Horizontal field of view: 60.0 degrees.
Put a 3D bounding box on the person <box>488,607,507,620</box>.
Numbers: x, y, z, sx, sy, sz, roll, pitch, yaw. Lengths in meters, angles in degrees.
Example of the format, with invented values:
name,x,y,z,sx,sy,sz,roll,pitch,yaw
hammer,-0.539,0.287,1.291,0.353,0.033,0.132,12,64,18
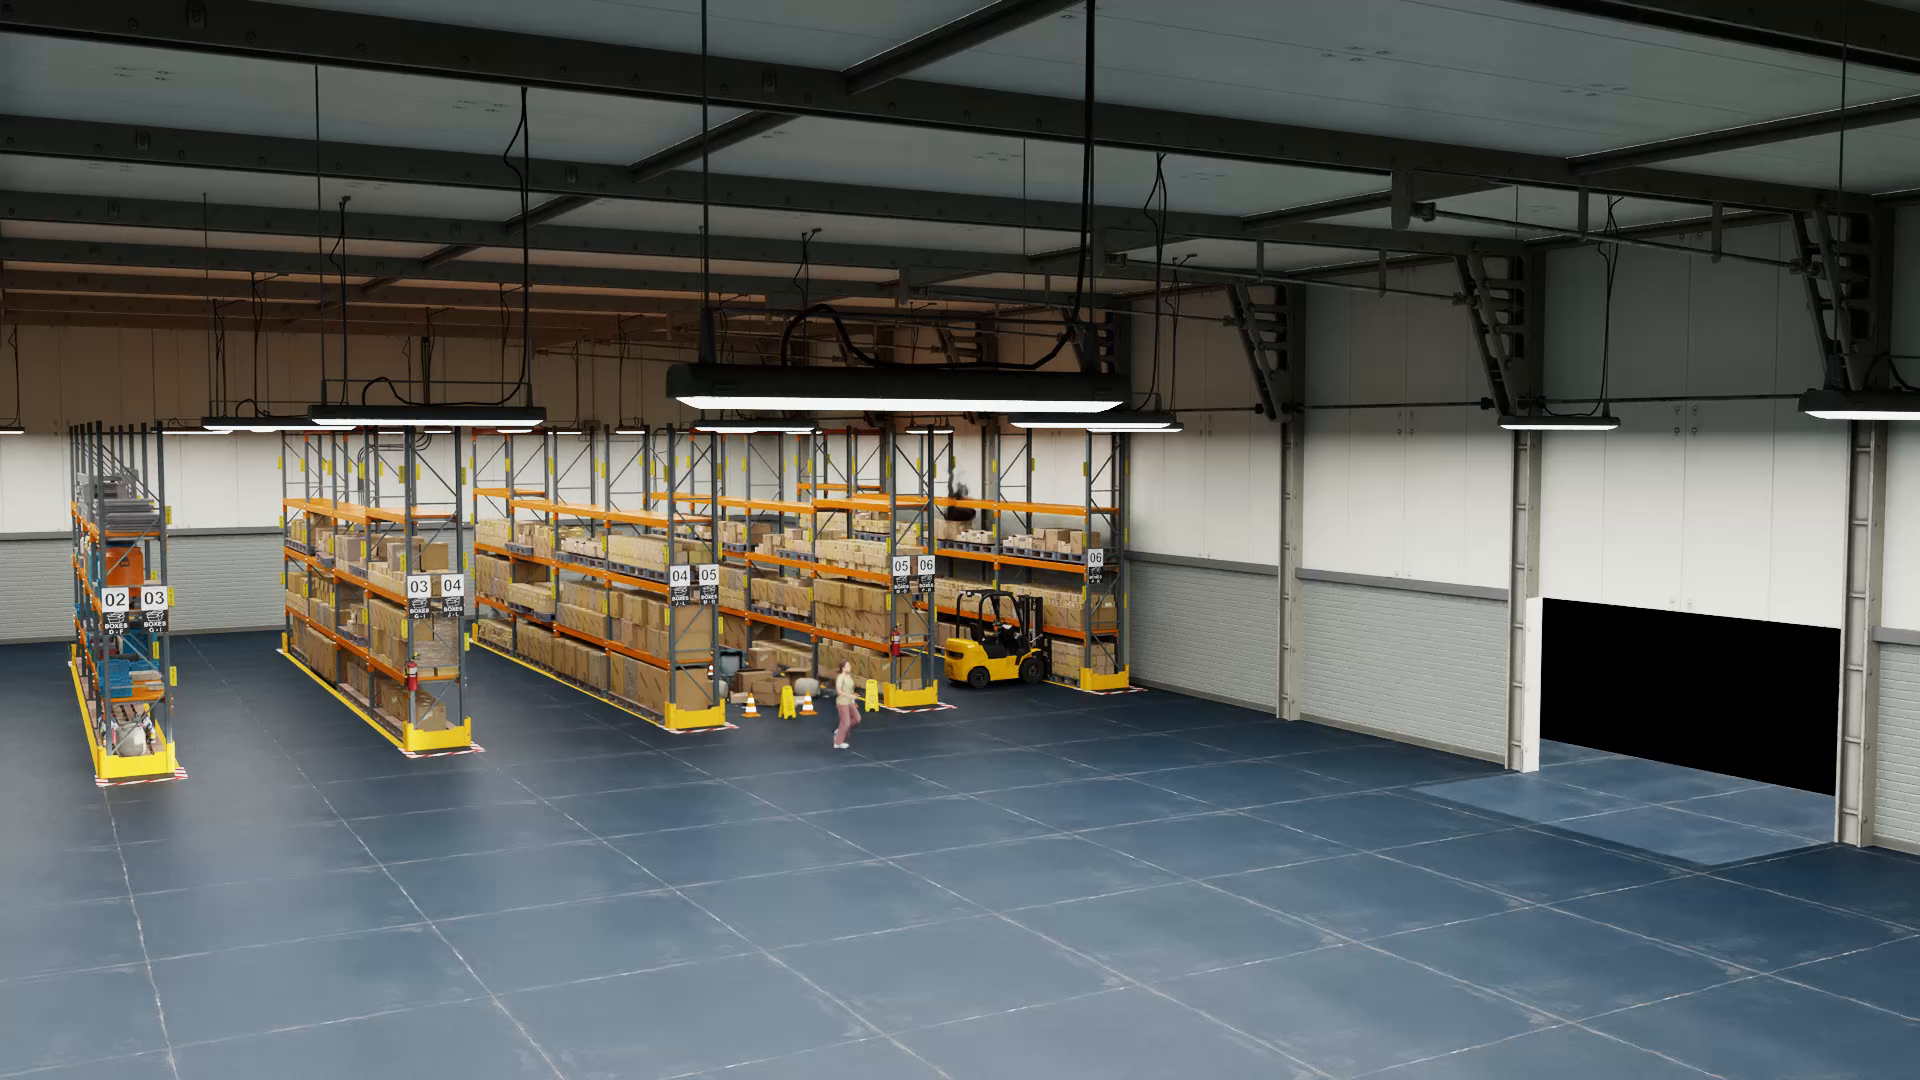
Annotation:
name,x,y,z,sx,sy,sz,roll,pitch,yaw
person,-13.278,1.933,47.964,0.767,1.728,0.580,-3,5,-44

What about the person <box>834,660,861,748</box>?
name,x,y,z,sx,sy,sz,roll,pitch,yaw
person,-2.072,3.011,30.554,0.550,1.615,0.617,1,4,20

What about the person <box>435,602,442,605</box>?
name,x,y,z,sx,sy,sz,roll,pitch,yaw
person,-13.748,2.169,44.224,0.682,1.689,0.614,-2,4,-26
